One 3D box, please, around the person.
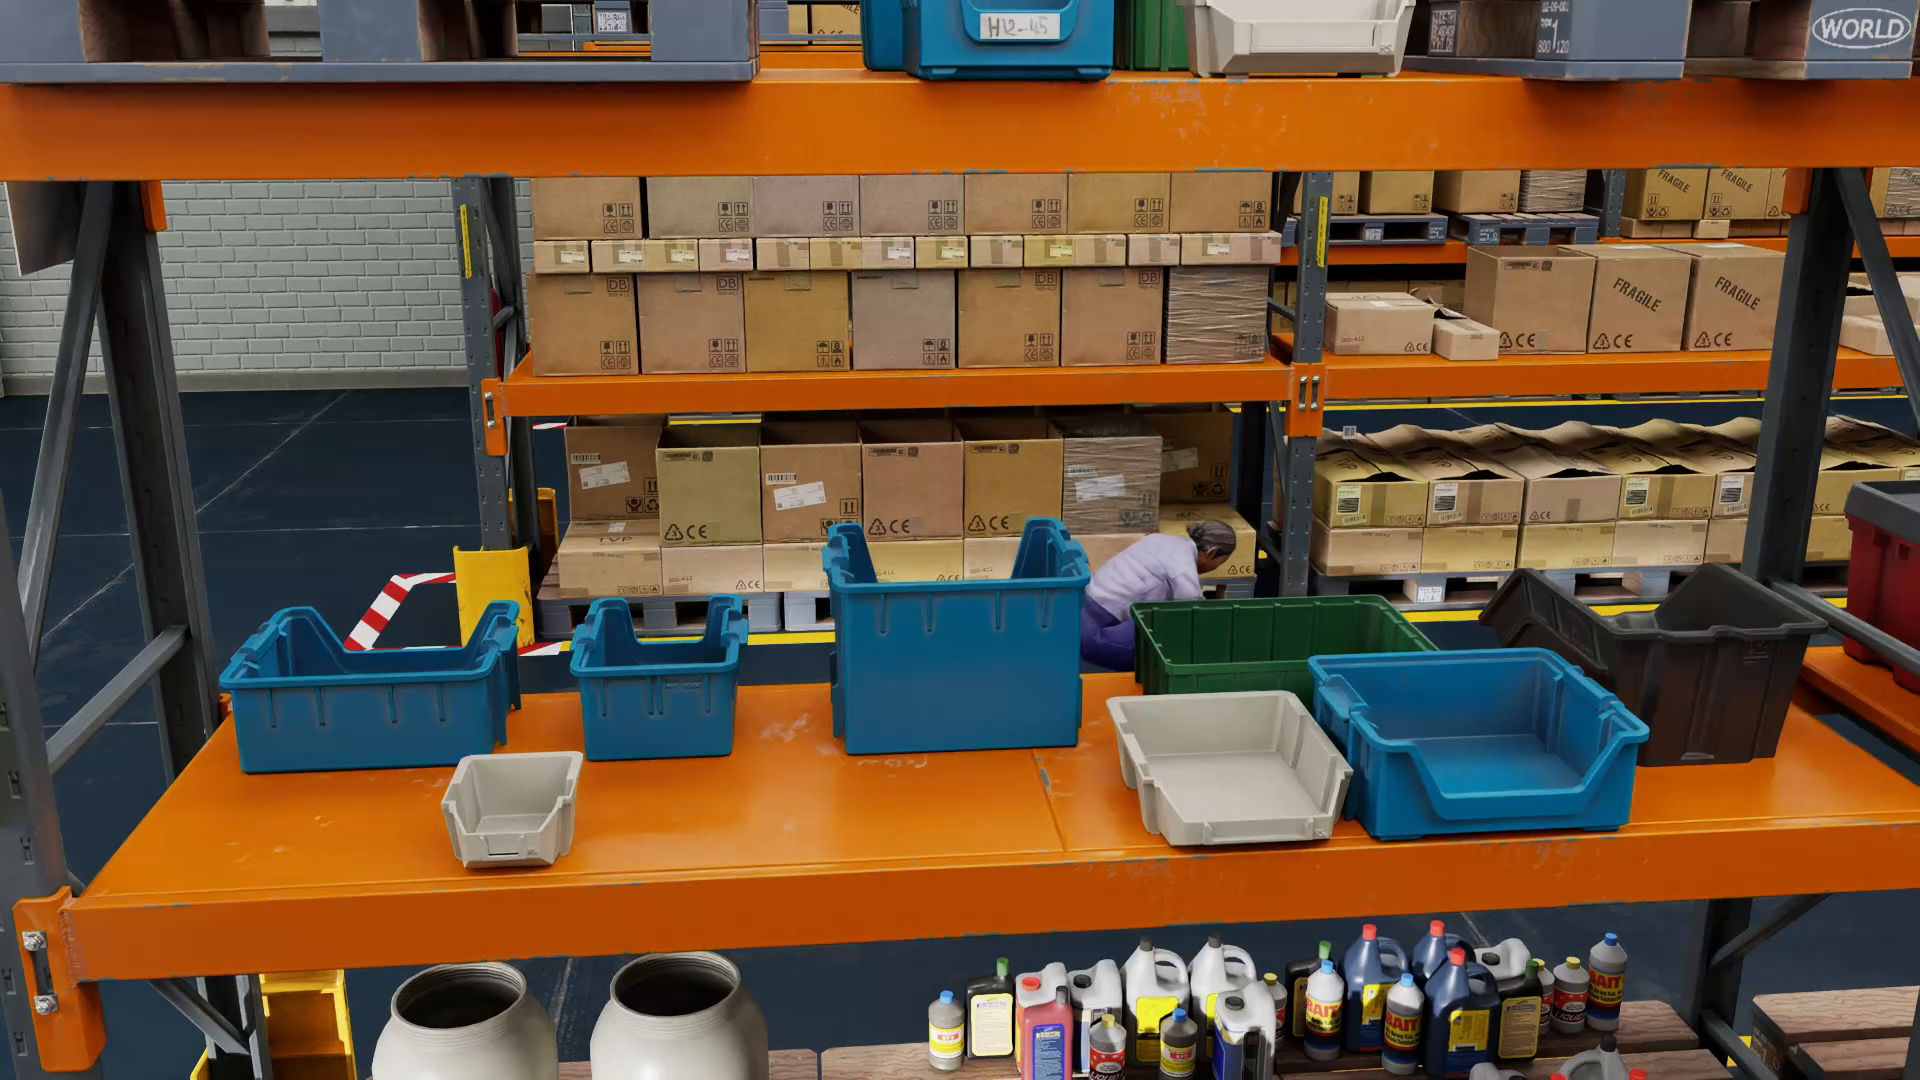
[{"bbox_3d":[0.912,0.219,7.208,0.844,1.153,0.449,-2,17,-7],"label":"person"}]
